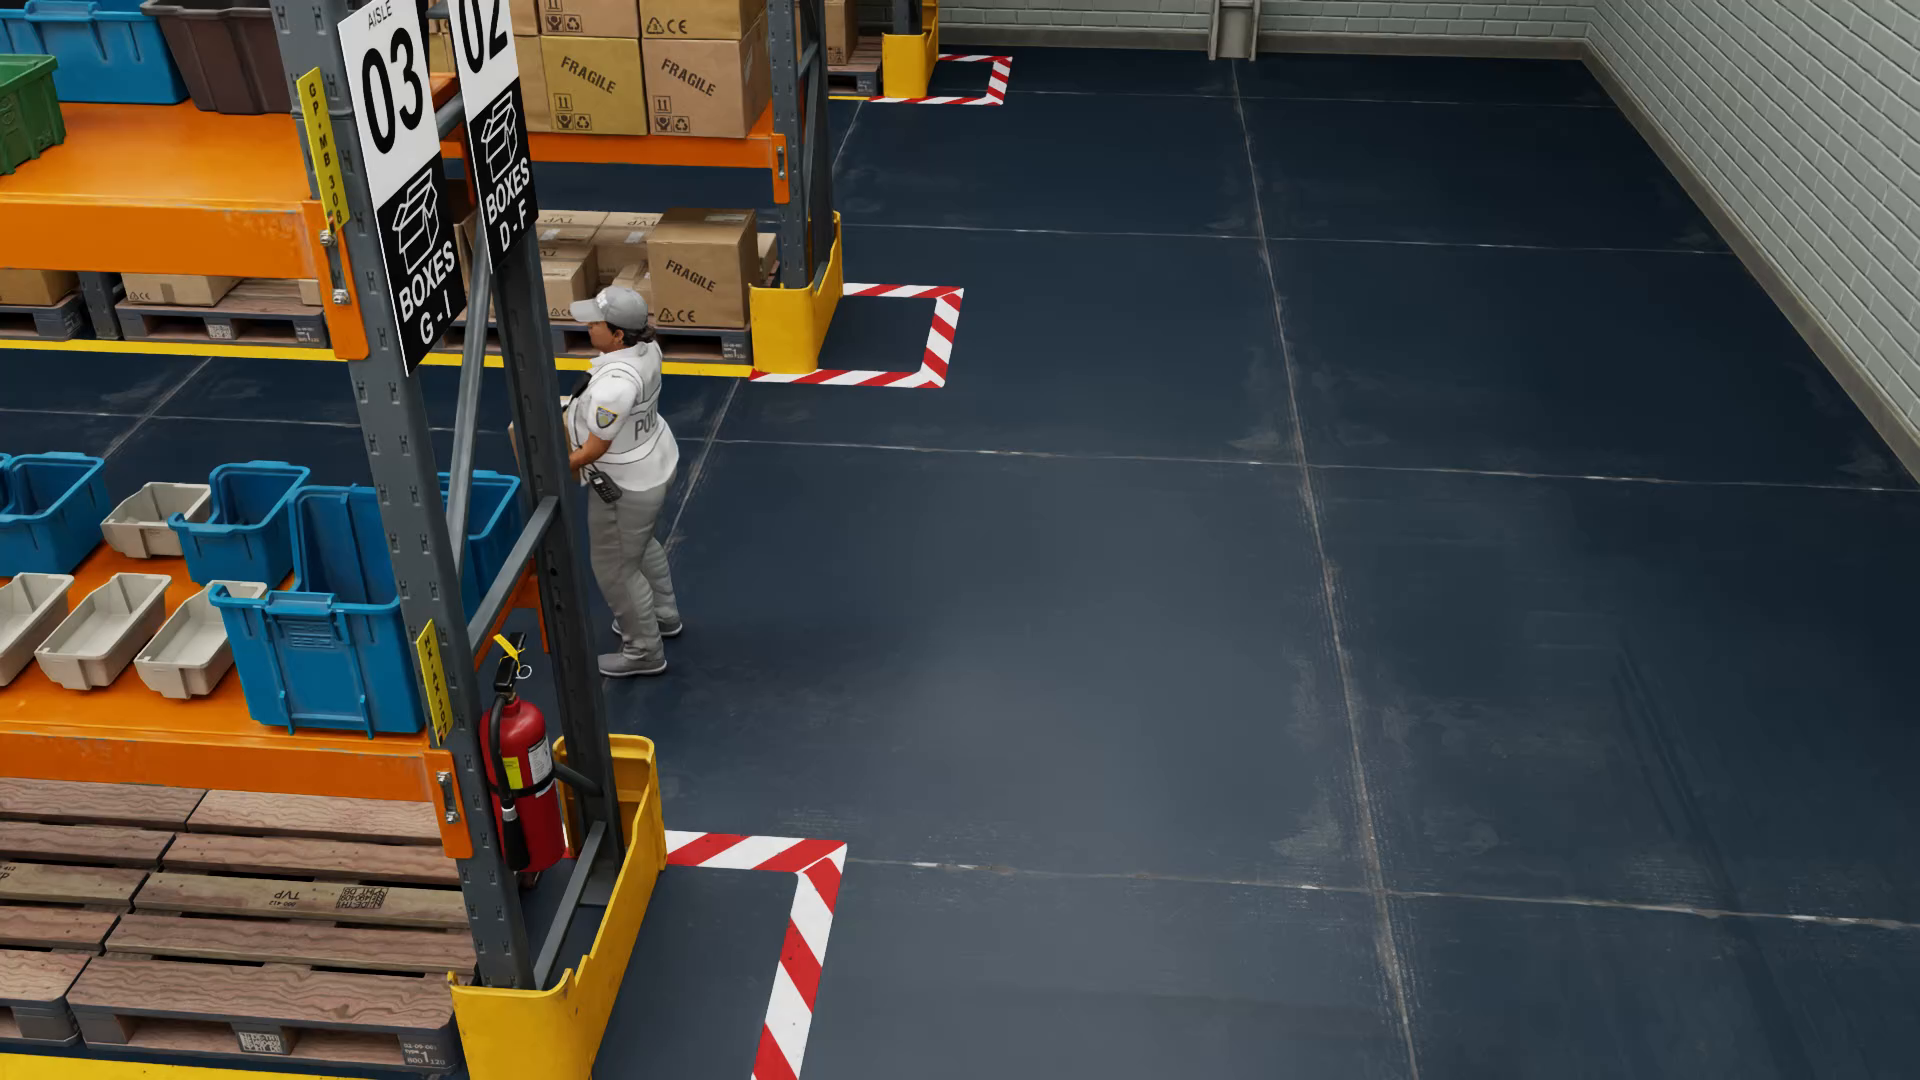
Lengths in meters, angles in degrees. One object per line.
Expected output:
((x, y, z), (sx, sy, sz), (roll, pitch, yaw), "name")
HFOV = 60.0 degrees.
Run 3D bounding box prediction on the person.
((-1.376, -0.234, 6.516), (0.535, 1.653, 0.453), (3, 32, 4), "person")
